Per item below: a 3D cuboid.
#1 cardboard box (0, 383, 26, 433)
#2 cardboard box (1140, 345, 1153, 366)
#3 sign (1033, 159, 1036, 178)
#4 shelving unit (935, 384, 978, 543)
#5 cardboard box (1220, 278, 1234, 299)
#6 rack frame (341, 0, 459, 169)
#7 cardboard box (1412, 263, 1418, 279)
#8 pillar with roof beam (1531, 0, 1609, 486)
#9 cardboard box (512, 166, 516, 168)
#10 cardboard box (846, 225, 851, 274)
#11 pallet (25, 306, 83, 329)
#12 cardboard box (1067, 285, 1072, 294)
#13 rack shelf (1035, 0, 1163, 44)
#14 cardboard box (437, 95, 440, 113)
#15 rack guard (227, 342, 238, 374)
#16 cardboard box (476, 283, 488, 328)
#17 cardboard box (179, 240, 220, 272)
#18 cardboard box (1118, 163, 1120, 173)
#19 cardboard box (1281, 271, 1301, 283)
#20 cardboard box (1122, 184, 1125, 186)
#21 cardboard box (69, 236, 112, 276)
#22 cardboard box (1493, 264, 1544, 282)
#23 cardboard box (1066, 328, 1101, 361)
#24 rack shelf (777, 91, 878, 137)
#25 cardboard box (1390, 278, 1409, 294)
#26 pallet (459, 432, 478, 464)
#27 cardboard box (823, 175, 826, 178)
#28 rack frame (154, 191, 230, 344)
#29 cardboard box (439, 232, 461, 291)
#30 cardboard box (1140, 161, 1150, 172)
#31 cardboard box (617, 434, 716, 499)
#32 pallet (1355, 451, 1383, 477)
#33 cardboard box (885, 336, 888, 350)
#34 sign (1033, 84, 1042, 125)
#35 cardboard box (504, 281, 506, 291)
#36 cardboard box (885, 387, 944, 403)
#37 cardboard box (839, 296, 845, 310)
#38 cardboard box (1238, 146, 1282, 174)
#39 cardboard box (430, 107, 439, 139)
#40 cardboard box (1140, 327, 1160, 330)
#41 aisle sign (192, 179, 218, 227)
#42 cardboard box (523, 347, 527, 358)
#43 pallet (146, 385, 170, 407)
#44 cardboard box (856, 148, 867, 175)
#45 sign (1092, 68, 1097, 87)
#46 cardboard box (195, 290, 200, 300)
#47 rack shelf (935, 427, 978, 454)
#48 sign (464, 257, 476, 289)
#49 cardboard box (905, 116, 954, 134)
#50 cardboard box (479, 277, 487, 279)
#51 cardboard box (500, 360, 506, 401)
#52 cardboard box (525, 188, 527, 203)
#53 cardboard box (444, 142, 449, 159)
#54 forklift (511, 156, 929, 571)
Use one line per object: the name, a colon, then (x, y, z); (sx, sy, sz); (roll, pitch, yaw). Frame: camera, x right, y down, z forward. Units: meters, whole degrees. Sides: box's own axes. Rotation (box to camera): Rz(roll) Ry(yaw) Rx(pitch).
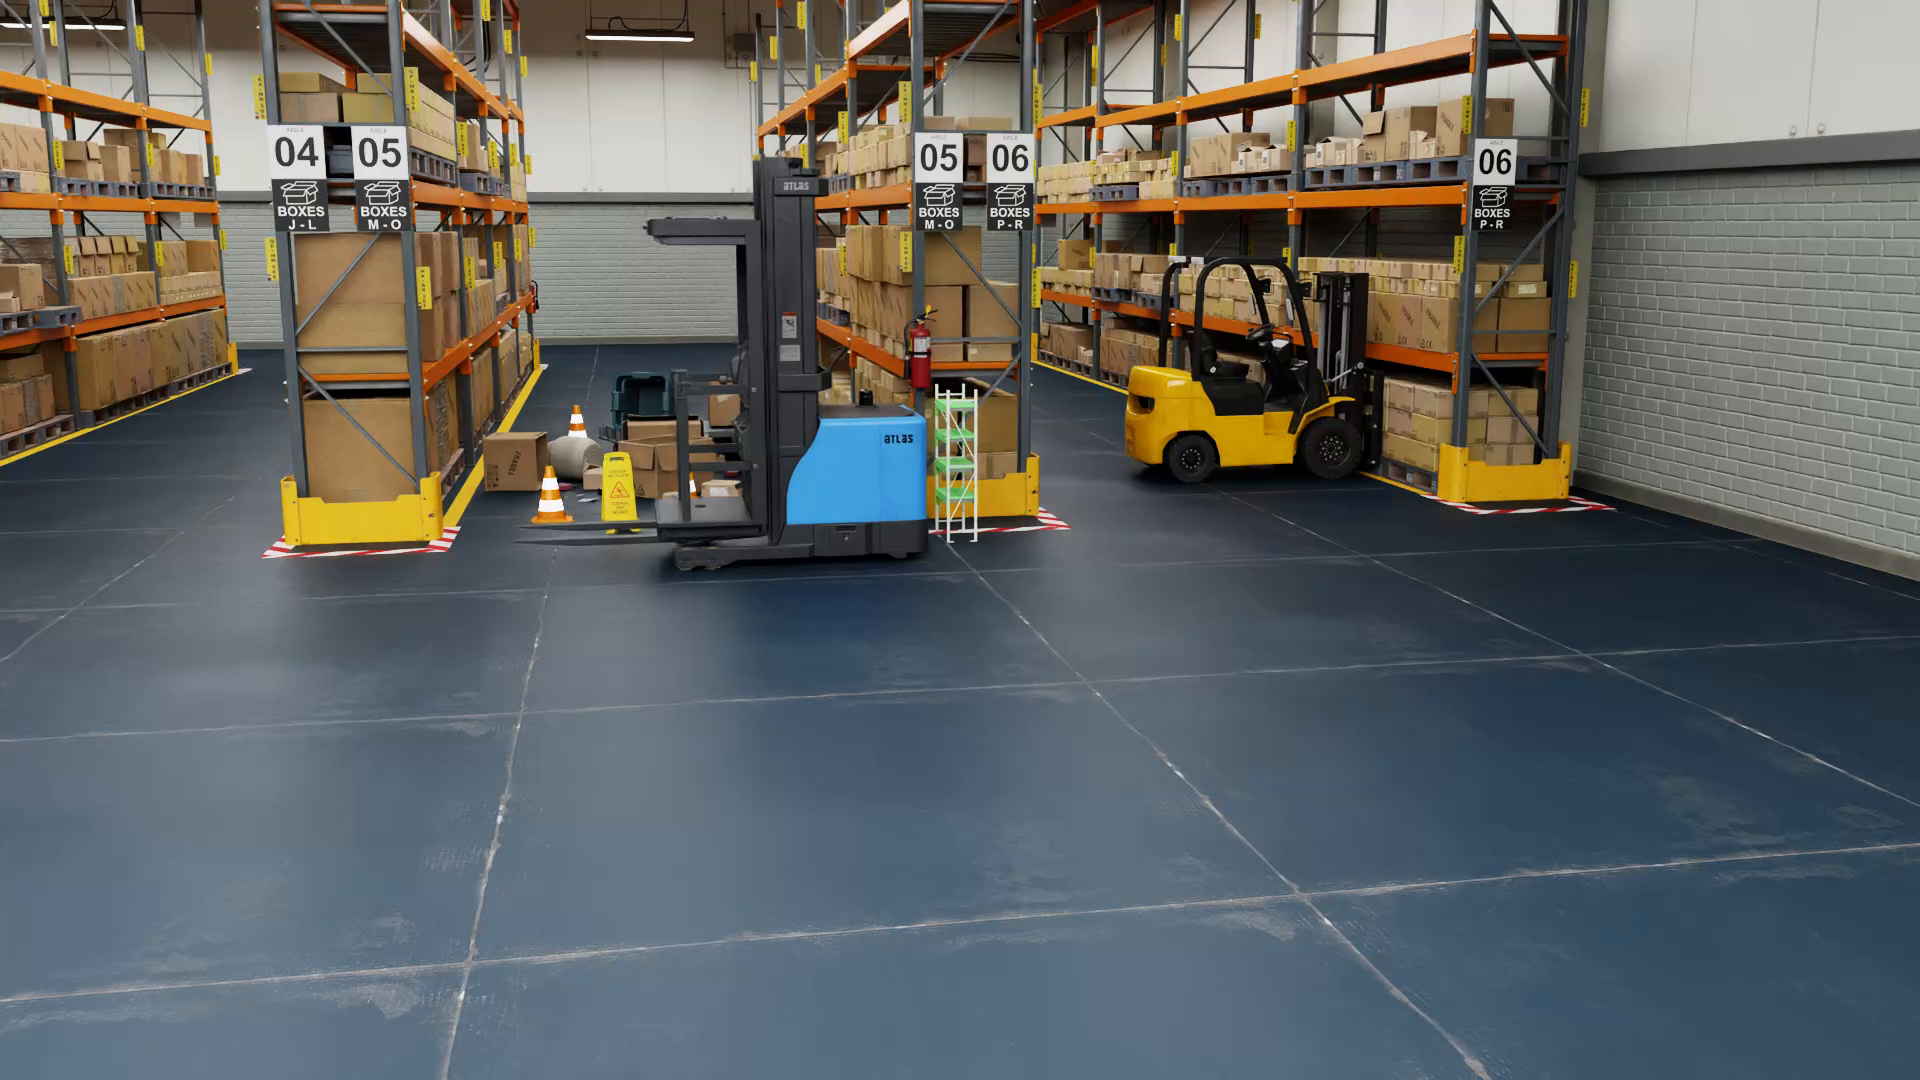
cardboard box: (-10.789, -1.453, 18.317); (0.700, 0.500, 0.500); (-1, 11, -6)
cardboard box: (2.928, -2.570, 24.238); (0.500, 0.500, 0.500); (-2, 11, -9)
sign: (1.324, -6.684, 29.932); (0.100, 0.325, 0.005); (-2, 11, -11)
shelving unit: (-0.032, -0.620, 13.244); (0.258, 1.200, 0.503); (-2, 11, -11)
cardboard box: (3.563, -3.134, 20.704); (0.500, 0.250, 0.500); (-2, 11, -10)
rack frame: (-5.514, -5.167, 16.278); (1.000, 3.000, 0.127); (-2, 11, -11)
cardboard box: (4.560, -2.578, 15.920); (0.380, 0.149, 0.250); (-2, 11, -11)
pillar with roof beam: (1.494, -4.817, 14.440); (9.100, 9.000, 0.400); (-2, 11, -11)
cardboard box: (-7.097, -5.834, 25.800); (0.380, 0.149, 0.250); (-2, 11, -8)
cardboard box: (-0.805, -3.017, 17.286); (0.700, 0.500, 0.500); (-2, 11, -12)
pallet: (-10.934, -2.571, 19.195); (1.213, 0.211, 1.003); (-2, 11, -11)
cardboard box: (2.042, -4.277, 28.316); (0.380, 0.149, 0.250); (-2, 11, -11)
rack shelf: (2.245, -8.660, 27.666); (1.077, 0.370, 4.000); (-2, 11, -11)
cardboard box: (-4.885, -3.931, 14.951); (0.380, 0.149, 0.250); (-2, 11, -12)
rack guard: (-12.737, -3.036, 27.809); (1.175, 0.500, 0.348); (-2, 11, -11)
cardboard box: (-5.644, -2.653, 18.846); (0.500, 0.500, 0.500); (-2, 11, -10)
cardboard box: (-12.380, -4.620, 27.049); (0.500, 0.500, 0.500); (-2, 11, -10)
cardboard box: (2.575, -5.563, 24.864); (0.380, 0.149, 0.250); (-2, 11, -10)
cardboard box: (3.906, -3.022, 19.051); (0.380, 0.149, 0.250); (-2, 11, -9)
cardboard box: (2.815, -5.716, 26.791); (0.500, 0.250, 0.500); (-2, 11, -12)
cardboard box: (-11.564, -3.711, 21.721); (0.797, 0.503, 0.637); (-2, 11, -9)
cardboard box: (5.112, -2.450, 15.247); (0.380, 0.149, 0.250); (-2, 11, -12)
cardboard box: (2.212, -3.315, 28.153); (0.700, 0.500, 0.500); (-3, 11, -13)
rack shelf: (-1.845, -5.916, 23.208); (1.077, 0.370, 4.000); (-2, 11, -11)
cardboard box: (4.421, -2.476, 16.182); (0.380, 0.149, 0.250); (-2, 11, -13)
pallet: (-5.738, -0.989, 17.829); (1.003, 0.211, 1.213); (-2, 11, -11)
cardboard box: (-1.512, -4.449, 20.887); (0.396, 0.266, 0.258); (-2, 11, -11)
rack frame: (-12.733, -4.259, 27.552); (1.000, 3.000, 0.127); (-2, 11, -11)
cardboard box: (-5.255, -2.659, 15.854); (0.875, 0.550, 0.550); (-2, 11, -11)
cardboard box: (2.803, -5.366, 23.882); (0.380, 0.149, 0.250); (-2, 11, -11)
cardboard box: (-2.725, -0.689, 15.470); (0.637, 0.503, 0.797); (9, 14, 38)
pallet: (4.545, -0.859, 17.143); (1.003, 0.211, 1.213); (-2, 11, -11)
cardboard box: (-0.500, -1.855, 15.590); (0.380, 0.149, 0.250); (-2, 11, -12)
sign: (0.632, -3.608, 13.770); (0.100, 0.325, 0.005); (-2, 11, -11)
cardboard box: (-6.747, -3.657, 23.937); (0.380, 0.149, 0.250); (-2, 11, -11)
cardboard box: (-0.416, -1.142, 15.400); (0.500, 0.500, 0.500); (-2, 11, -9)
cardboard box: (-1.168, -2.681, 18.809); (0.380, 0.149, 0.250); (-2, 11, -12)
cardboard box: (3.661, -4.550, 19.904); (0.500, 0.311, 0.500); (-3, 11, -13)
cardboard box: (-4.873, -3.664, 14.615); (0.500, 0.250, 0.500); (-2, 11, -11)
cardboard box: (3.045, -3.259, 26.125); (0.380, 0.149, 0.250); (-2, 11, -11)
aisle sign: (-12.452, -5.560, 27.436); (0.394, 0.787, 0.004); (-2, 11, -11)
cardboard box: (-7.136, -3.000, 26.640); (0.380, 0.149, 0.250); (-2, 11, -10)
pallet: (-11.731, -2.017, 23.229); (1.003, 0.211, 1.213); (-2, 11, -11)
cardboard box: (-0.751, -3.780, 16.617); (0.500, 0.250, 0.500); (-2, 11, -11)
sign: (2.405, -8.301, 29.821); (0.100, 0.325, 0.005); (-2, 11, -11)
cardboard box: (-12.043, -3.802, 25.822); (0.380, 0.149, 0.250); (-2, 11, -10)
rack shelf: (-0.032, -0.793, 13.211); (0.258, 0.148, 0.480); (-2, 11, -11)
sign: (-4.970, -2.705, 16.858); (0.100, 0.325, 0.005); (-2, 11, -11)
cardboard box: (-0.255, -3.478, 13.966); (0.380, 0.149, 0.250); (-2, 11, -10)
cardboard box: (-6.189, -3.279, 21.154); (0.380, 0.149, 0.250); (-2, 11, -8)
cardboard box: (-6.179, -2.071, 21.618); (0.500, 0.500, 0.500); (-3, 11, -13)
cardboard box: (-7.500, -5.747, 27.748); (0.500, 0.250, 0.500); (-2, 11, -12)
cardboard box: (-4.979, -3.630, 15.506); (0.380, 0.149, 0.250); (-2, 11, -11)
forklift: (-1.805, -1.324, 12.314); (3.031, 2.935, 1.130); (-2, 11, -11)
